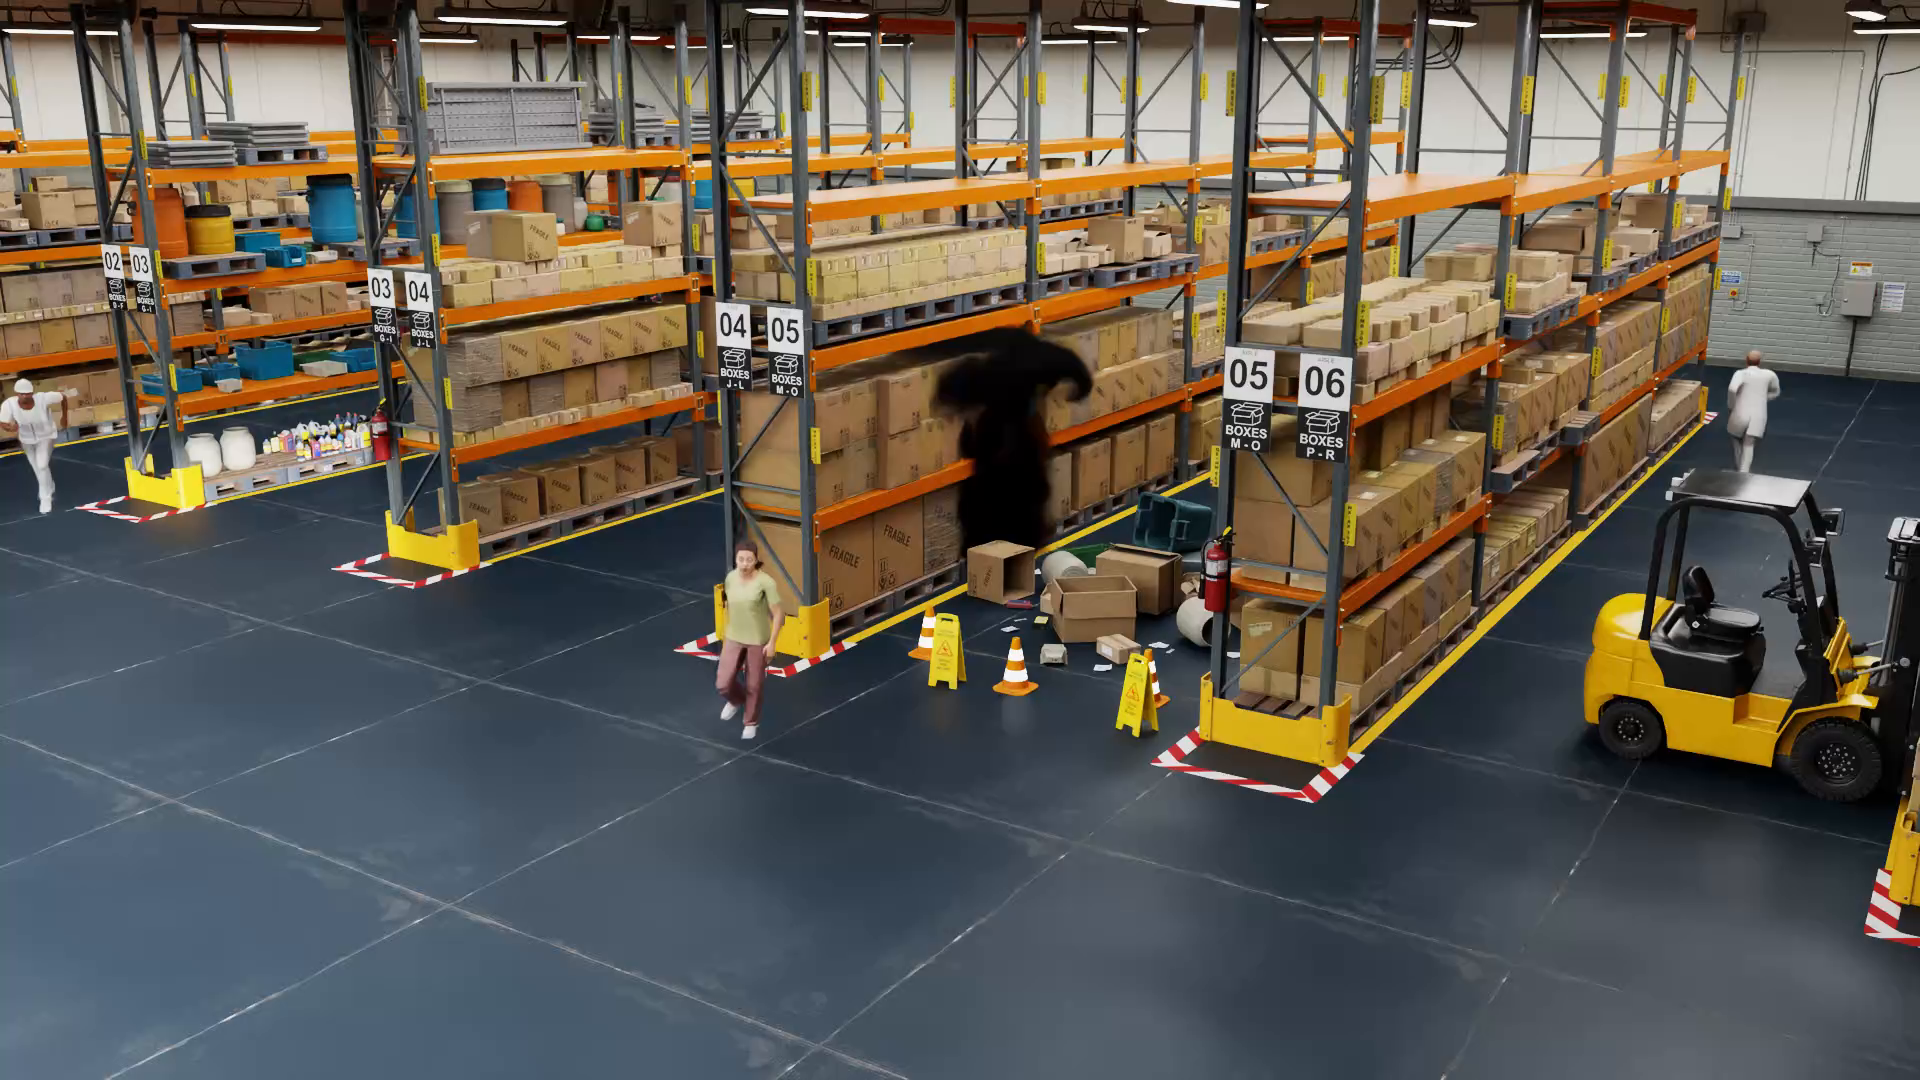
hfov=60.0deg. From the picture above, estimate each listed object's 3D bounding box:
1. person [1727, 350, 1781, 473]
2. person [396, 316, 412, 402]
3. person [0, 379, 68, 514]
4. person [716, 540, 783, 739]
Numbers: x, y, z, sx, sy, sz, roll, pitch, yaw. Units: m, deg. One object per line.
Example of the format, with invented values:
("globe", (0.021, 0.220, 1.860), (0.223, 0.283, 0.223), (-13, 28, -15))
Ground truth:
("person", (10.244, -1.558, 21.525), (0.674, 1.745, 0.927), (5, 16, 16))
("person", (-9.052, -3.160, 27.681), (0.646, 1.625, 0.983), (4, 16, 13))
("person", (-11.333, -1.191, 20.478), (0.729, 1.711, 0.991), (-4, 16, -15))
("person", (-1.627, 0.770, 12.882), (0.577, 1.646, 0.526), (2, 16, 8))
